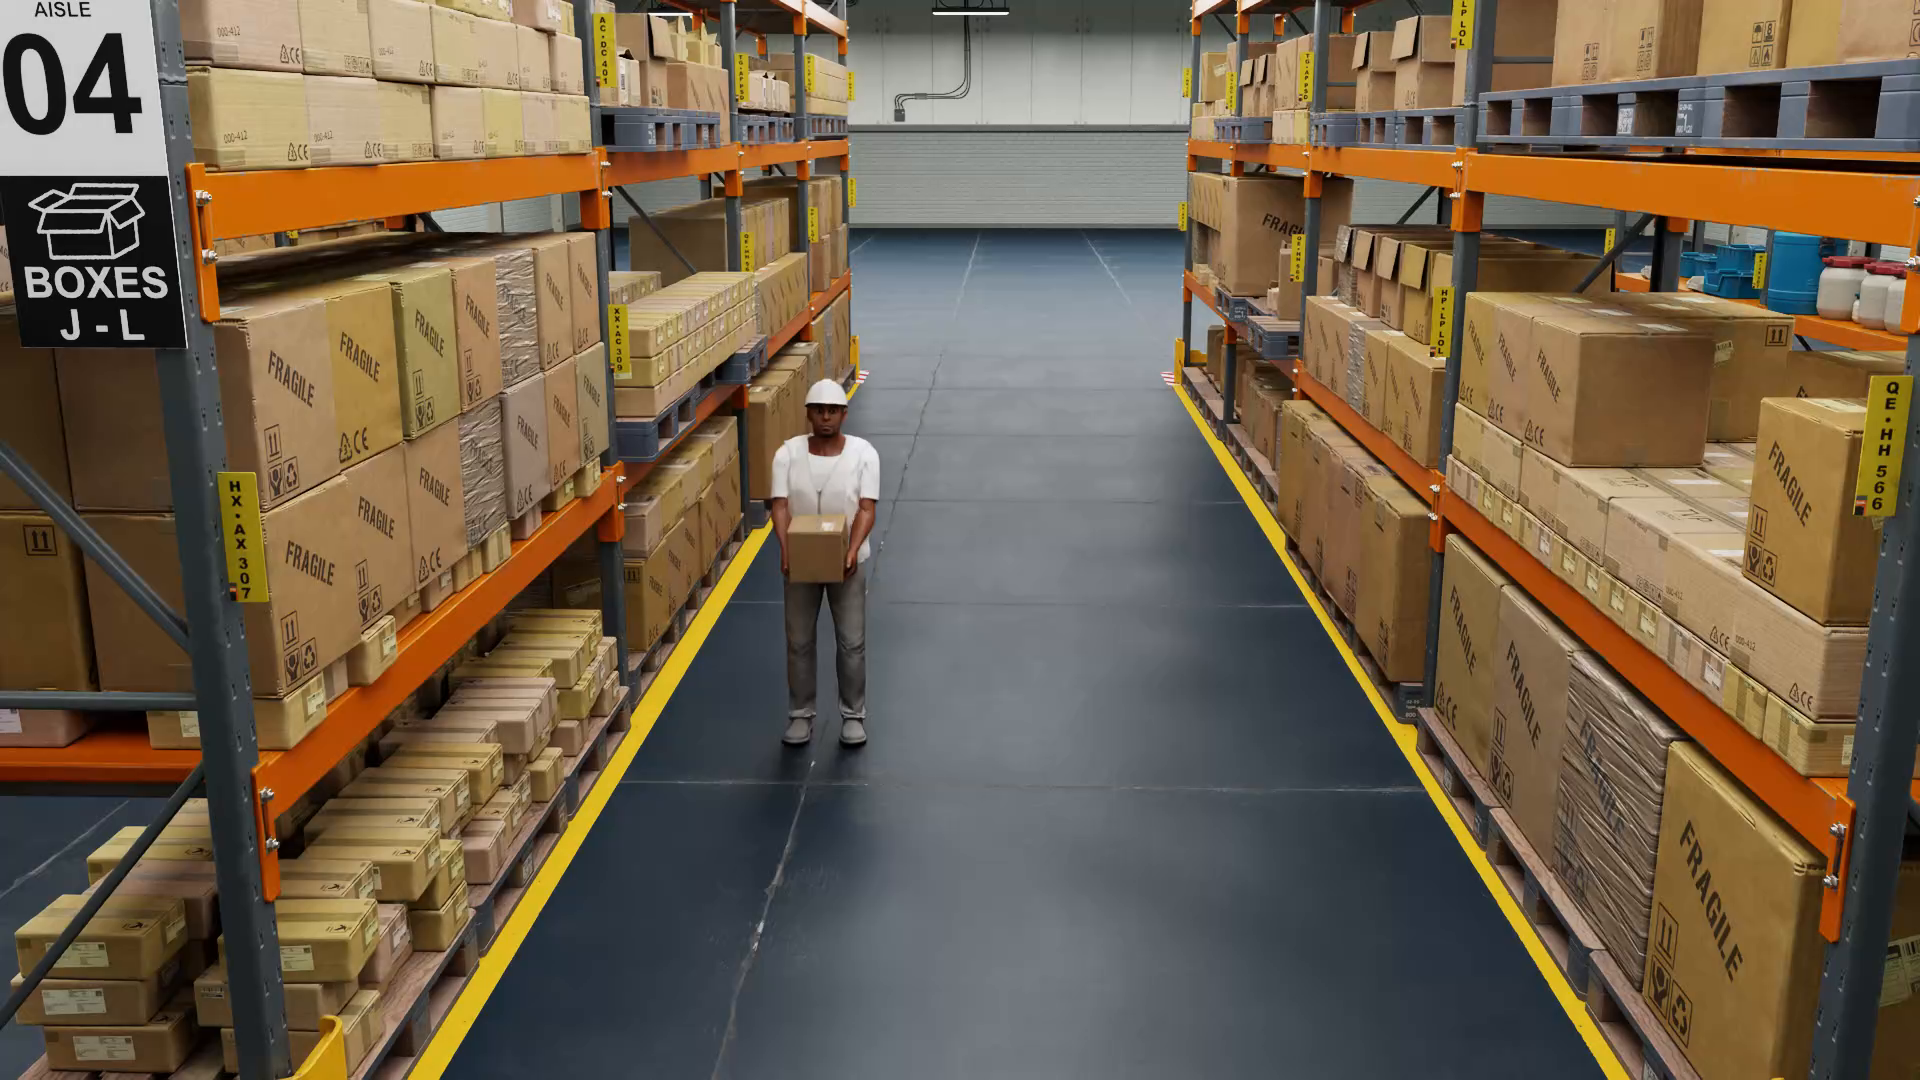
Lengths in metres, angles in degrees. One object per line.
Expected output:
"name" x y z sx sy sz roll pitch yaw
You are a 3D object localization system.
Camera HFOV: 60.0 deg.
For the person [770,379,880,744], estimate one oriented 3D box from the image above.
"person" -0.645 0.129 7.923 0.521 1.767 0.573 0 14 1
